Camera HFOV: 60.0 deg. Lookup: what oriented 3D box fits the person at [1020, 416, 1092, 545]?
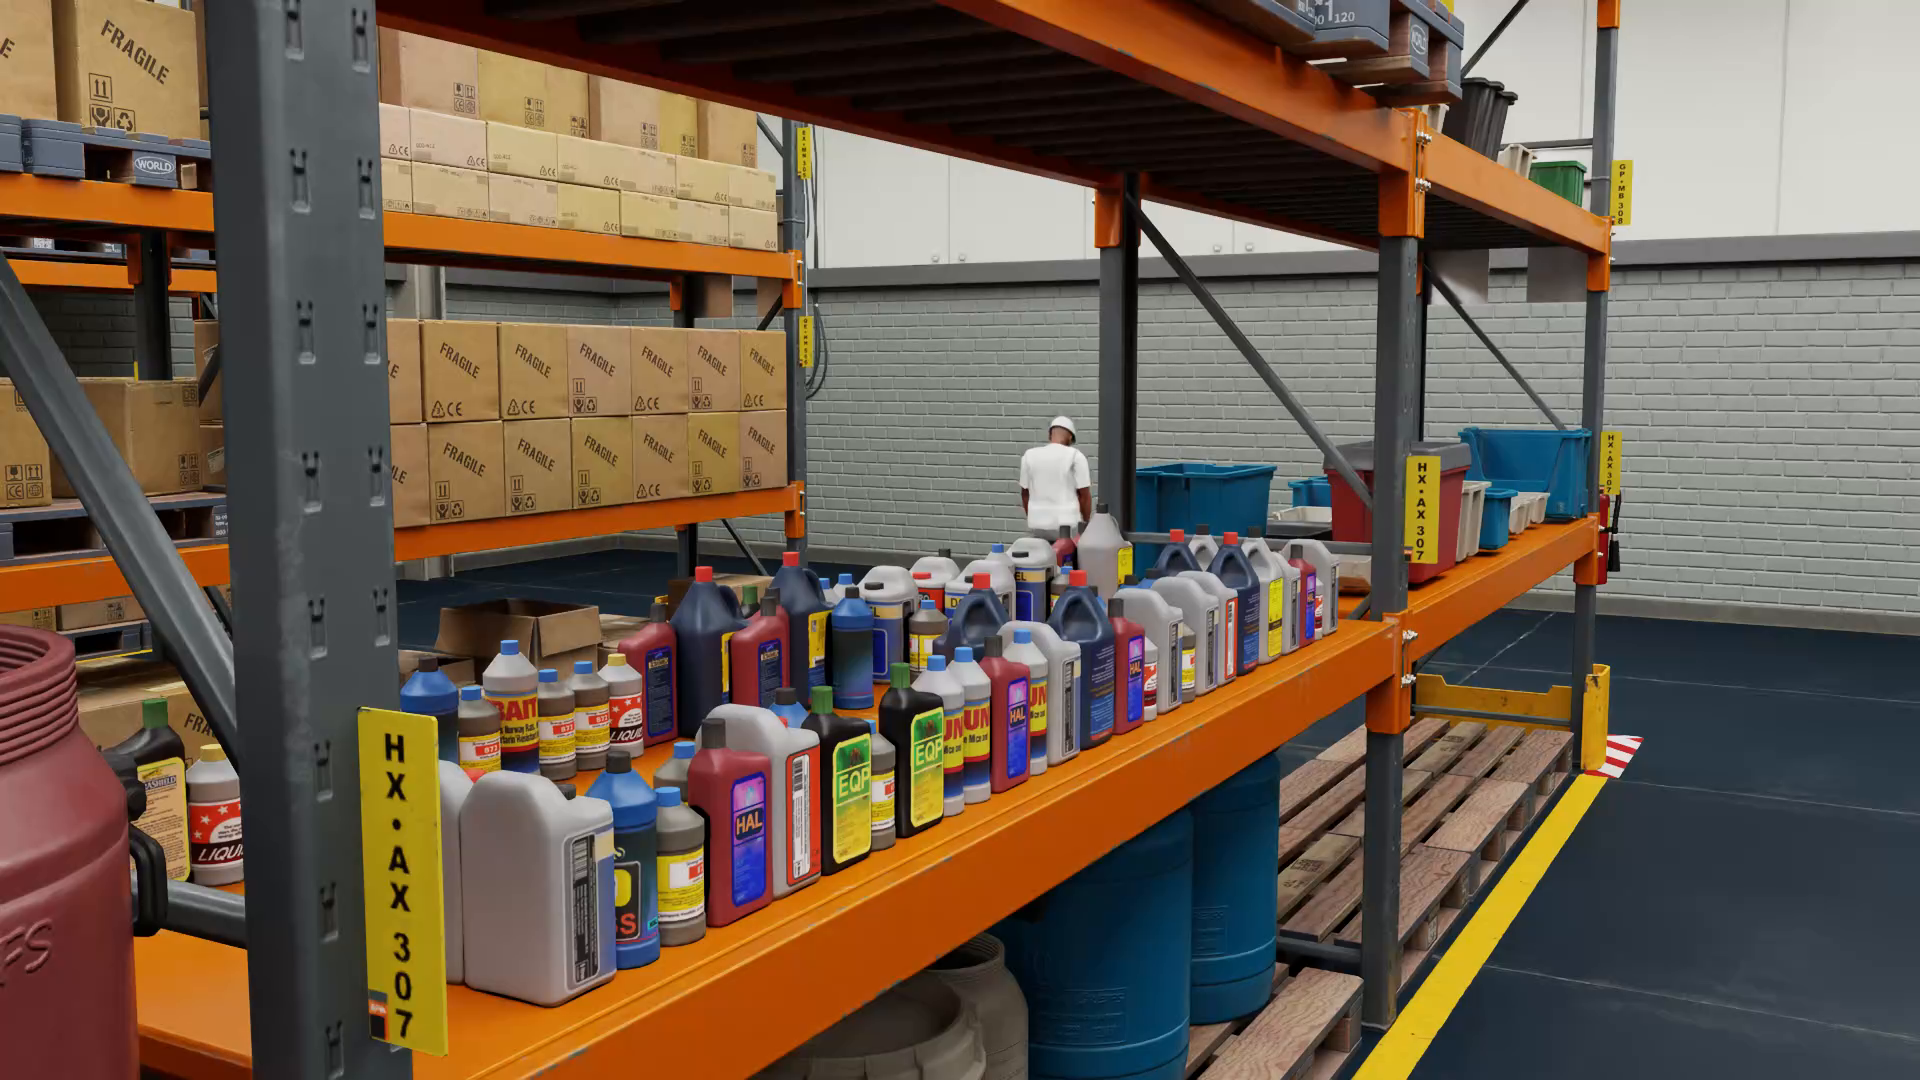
[{"bbox_3d":[0.750,-0.113,12.979,0.599,1.696,0.491,3,7,30],"label":"person"}]
